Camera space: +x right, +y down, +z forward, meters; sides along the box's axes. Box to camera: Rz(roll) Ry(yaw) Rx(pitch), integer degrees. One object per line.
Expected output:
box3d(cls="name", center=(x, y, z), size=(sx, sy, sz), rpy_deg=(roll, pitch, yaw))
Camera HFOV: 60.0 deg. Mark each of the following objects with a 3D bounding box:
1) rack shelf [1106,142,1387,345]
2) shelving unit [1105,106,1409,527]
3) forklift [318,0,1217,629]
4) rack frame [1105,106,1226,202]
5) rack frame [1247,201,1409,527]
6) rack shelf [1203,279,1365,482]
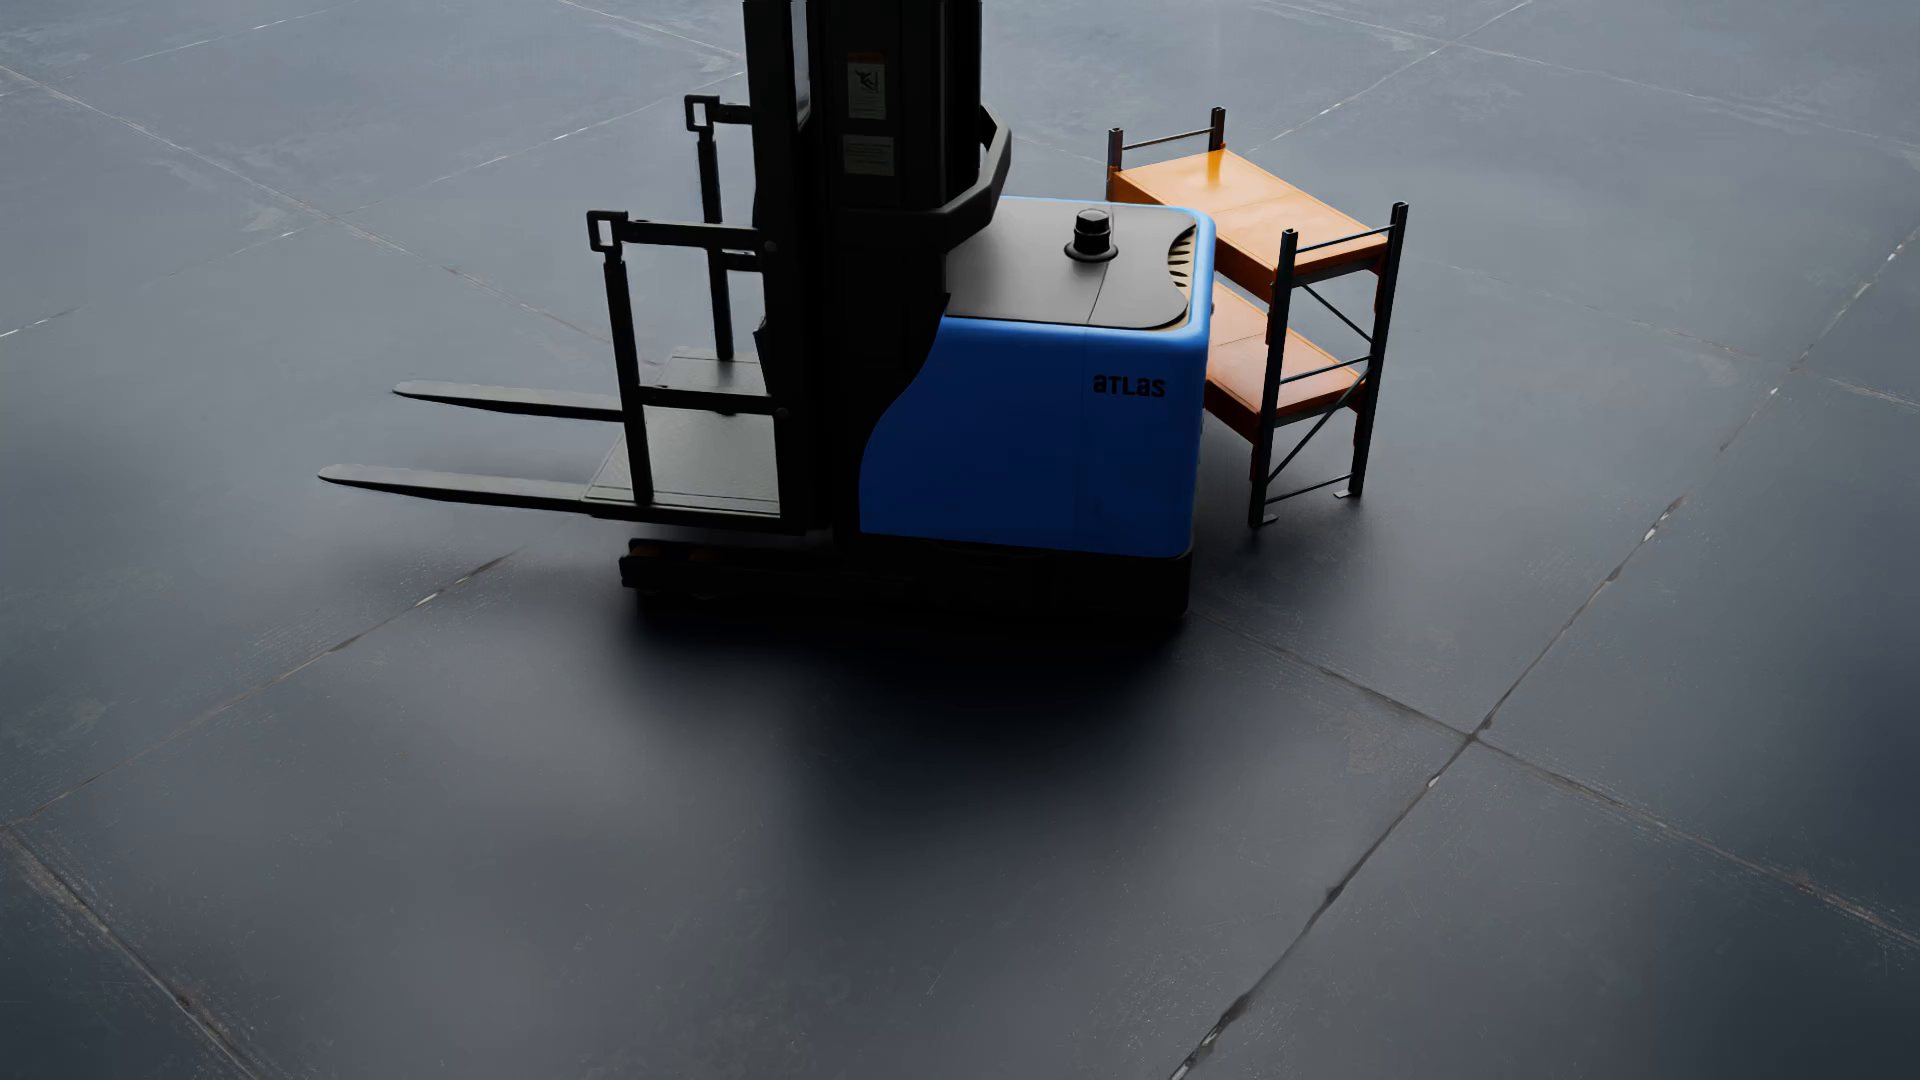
box3d(cls="rack shelf", center=(1.011, -1.078, 5.913), size=(0.538, 0.278, 1.000), rpy_deg=(-17, 38, -23))
box3d(cls="shelving unit", center=(1.011, -0.837, 6.079), size=(0.538, 1.125, 1.048), rpy_deg=(-17, 38, -23))
box3d(cls="forklift", center=(-0.691, -1.301, 5.160), size=(3.031, 2.935, 1.130), rpy_deg=(5, 35, 7))
box3d(cls="rack frame", center=(0.768, -1.089, 6.447), size=(0.500, 1.125, 0.032), rpy_deg=(-17, 38, -23))
box3d(cls="rack frame", center=(1.254, -0.584, 5.711), size=(0.500, 1.125, 0.032), rpy_deg=(-17, 38, -23))
box3d(cls="rack shelf", center=(1.011, -0.635, 6.217), size=(0.538, 0.278, 1.000), rpy_deg=(-17, 38, -23))
